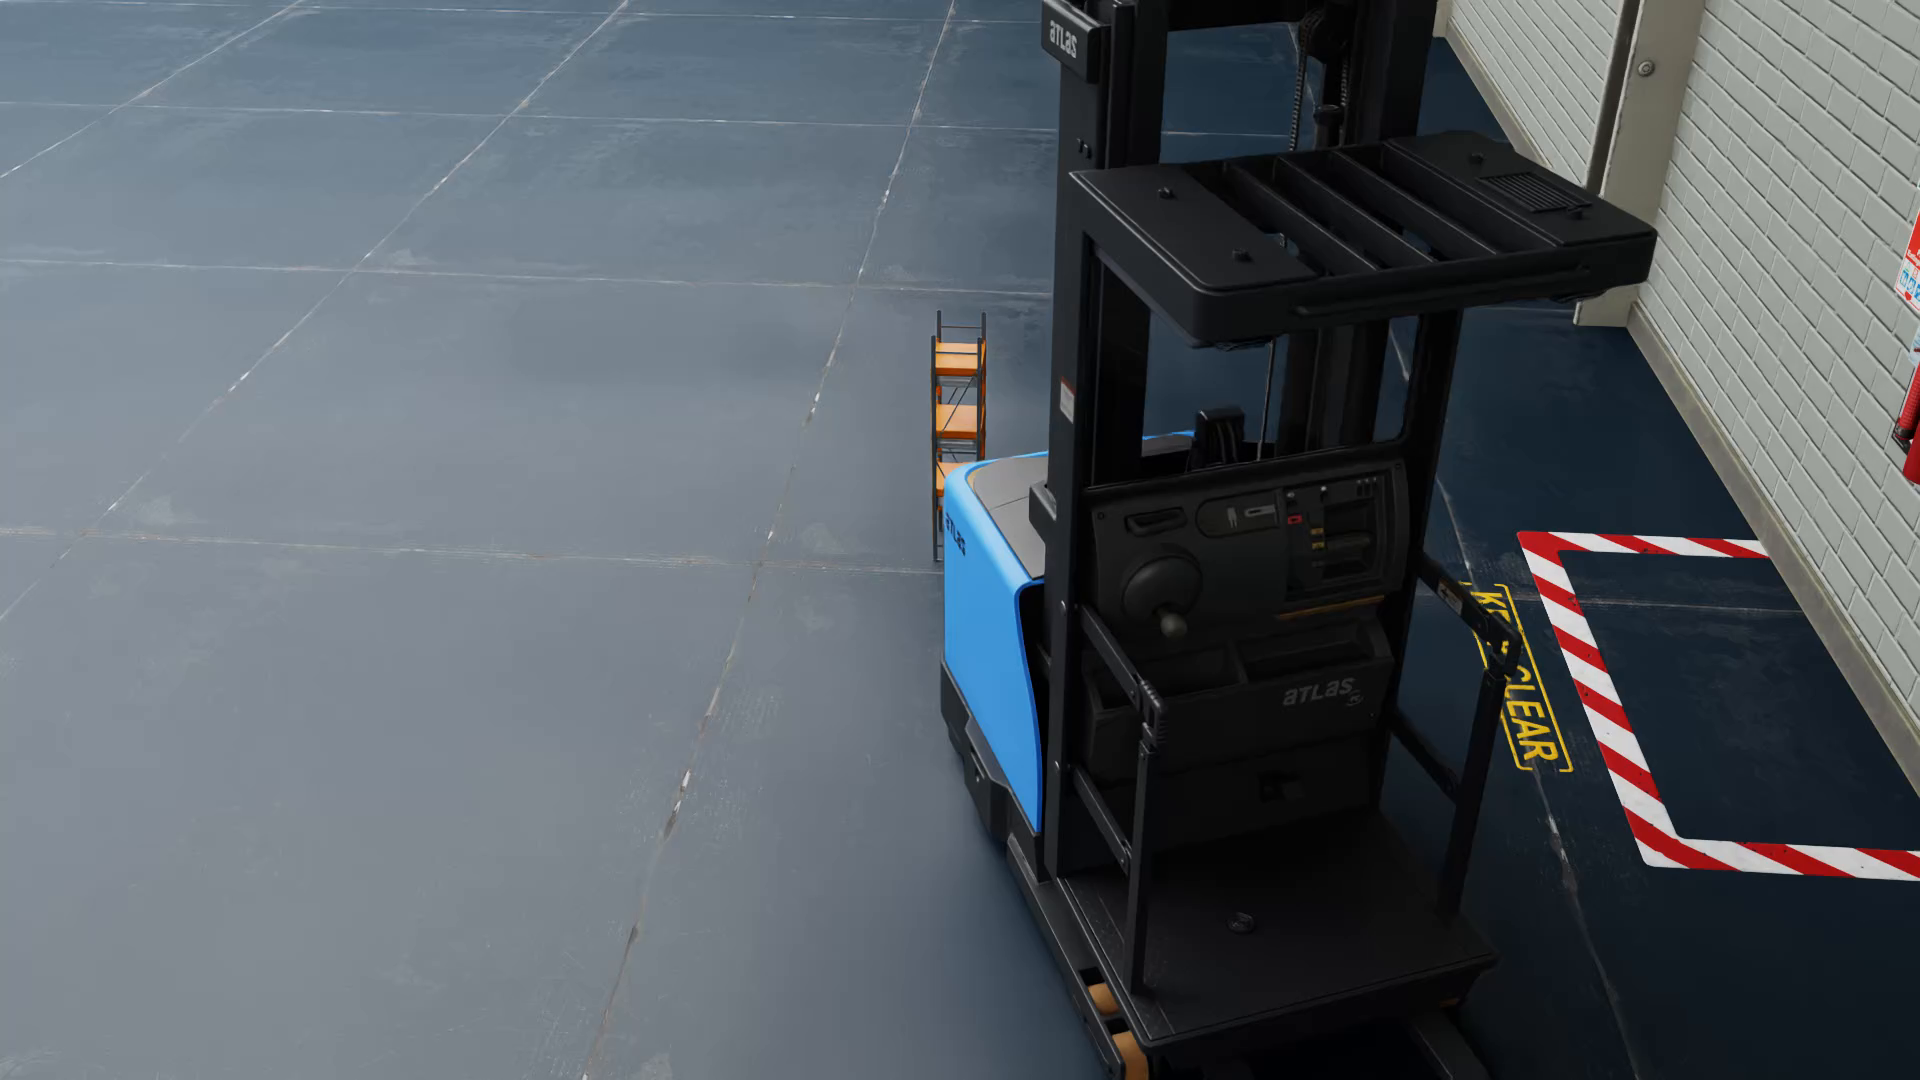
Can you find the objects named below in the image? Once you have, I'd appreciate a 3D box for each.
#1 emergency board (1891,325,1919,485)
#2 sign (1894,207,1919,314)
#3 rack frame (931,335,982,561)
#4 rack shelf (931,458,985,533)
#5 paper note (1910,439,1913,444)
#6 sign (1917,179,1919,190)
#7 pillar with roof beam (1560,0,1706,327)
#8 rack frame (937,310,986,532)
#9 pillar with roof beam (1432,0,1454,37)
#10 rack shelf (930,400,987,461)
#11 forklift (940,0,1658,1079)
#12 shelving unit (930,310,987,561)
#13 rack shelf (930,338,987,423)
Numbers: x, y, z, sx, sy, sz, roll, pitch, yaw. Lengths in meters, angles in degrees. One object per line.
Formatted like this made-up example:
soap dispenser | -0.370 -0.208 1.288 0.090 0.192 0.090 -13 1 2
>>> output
emergency board | 3.315 -0.712 5.547 0.194 1.169 0.643 2 32 4
sign | 3.463 -1.012 6.000 0.001 0.329 0.234 2 32 4
rack frame | -0.014 -0.355 6.826 0.200 1.050 0.008 2 32 4
rack shelf | -0.004 -0.173 7.081 0.215 0.259 0.240 2 32 4
paper note | 3.399 -0.427 5.923 0.016 0.148 0.142 2 32 4
sign | 3.454 -1.236 5.857 0.001 0.109 0.331 2 32 4
pillar with roof beam | -0.726 -5.297 7.268 9.100 9.000 0.400 2 32 4
rack frame | 0.006 -0.483 7.033 0.200 1.050 0.008 2 32 4
pillar with roof beam | -0.238 -8.434 12.359 9.100 9.000 0.400 2 32 4
rack shelf | -0.004 -0.410 6.935 0.215 0.259 0.240 2 32 4
forklift | 0.862 0.075 4.335 1.130 2.935 3.031 -9 33 -15
shelving unit | -0.004 -0.419 6.929 0.215 1.050 0.252 2 32 4
rack shelf | -0.004 -0.652 6.786 0.215 0.259 0.240 2 32 4
